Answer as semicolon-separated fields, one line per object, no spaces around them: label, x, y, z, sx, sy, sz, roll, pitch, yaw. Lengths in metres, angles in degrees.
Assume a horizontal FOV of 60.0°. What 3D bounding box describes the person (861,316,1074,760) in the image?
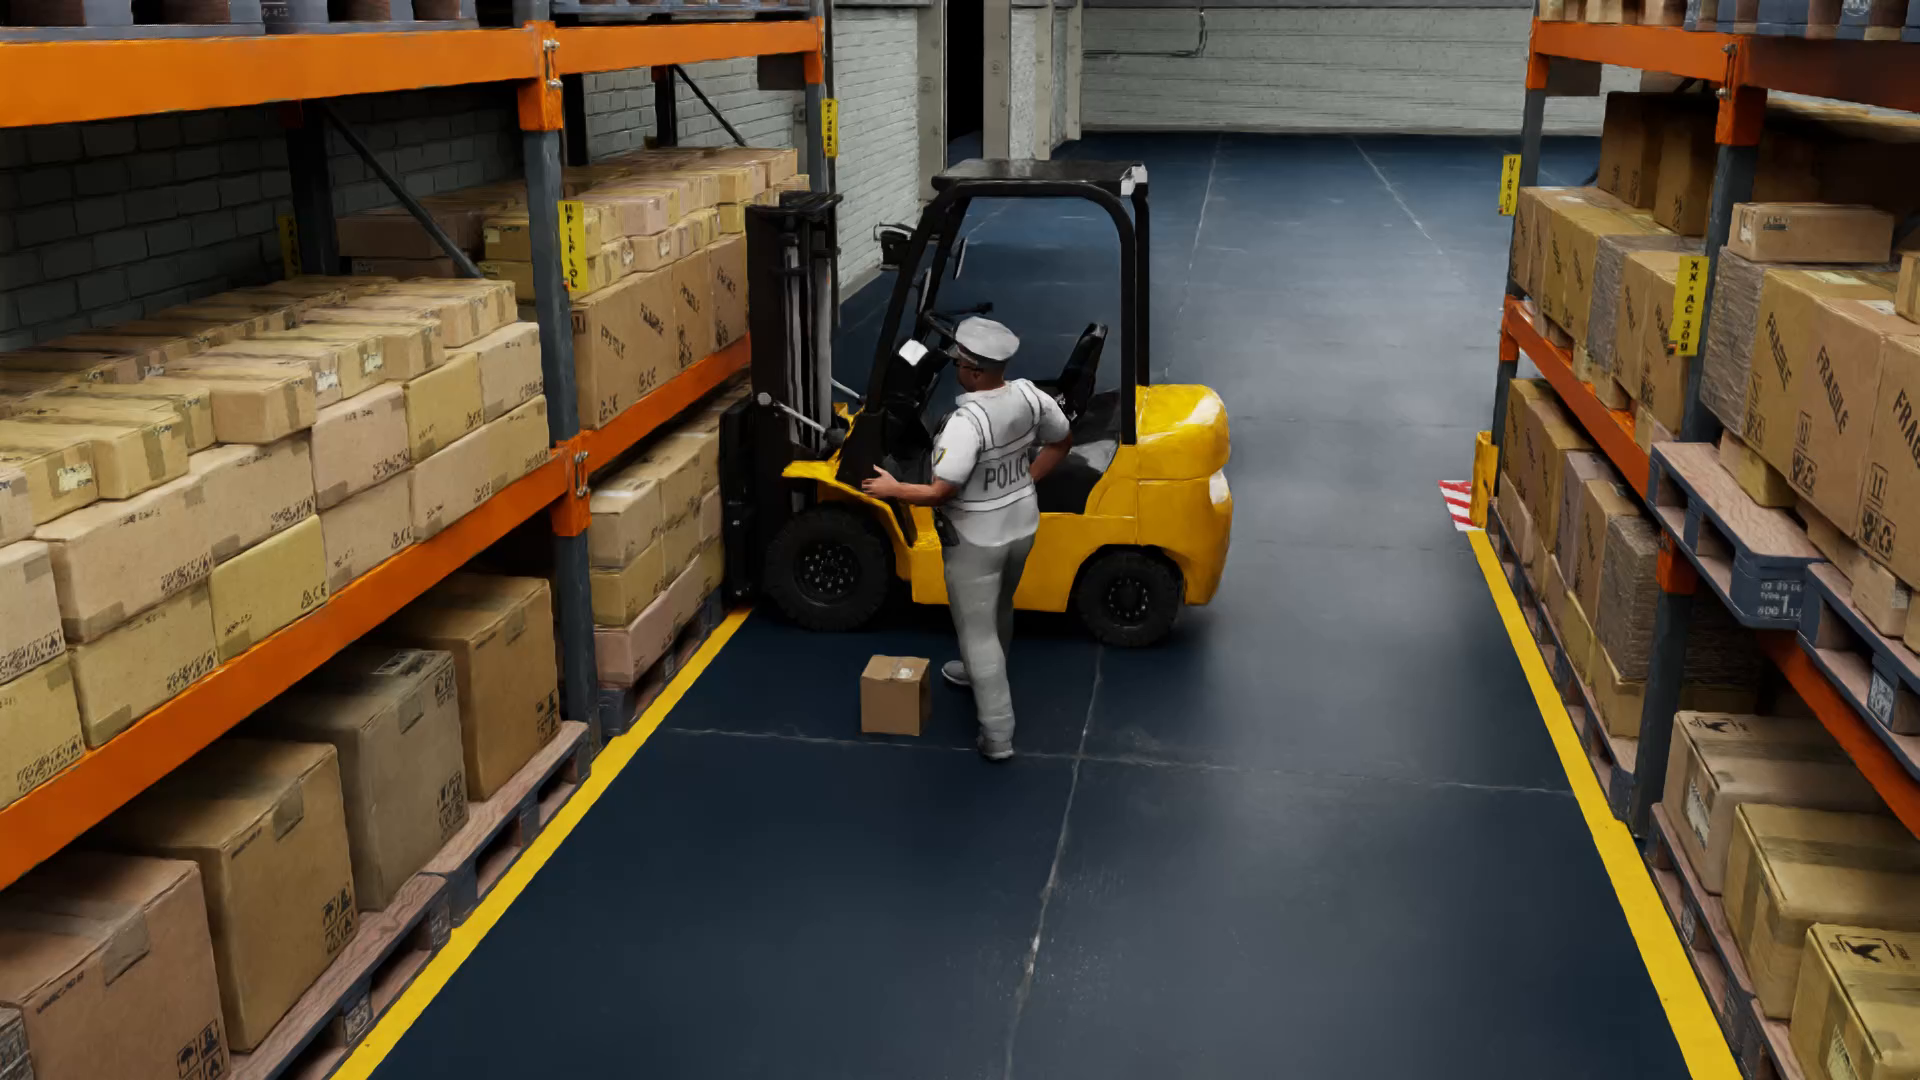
person;0.013;-0.035;6.703;0.755;1.784;0.763;15;23;39
